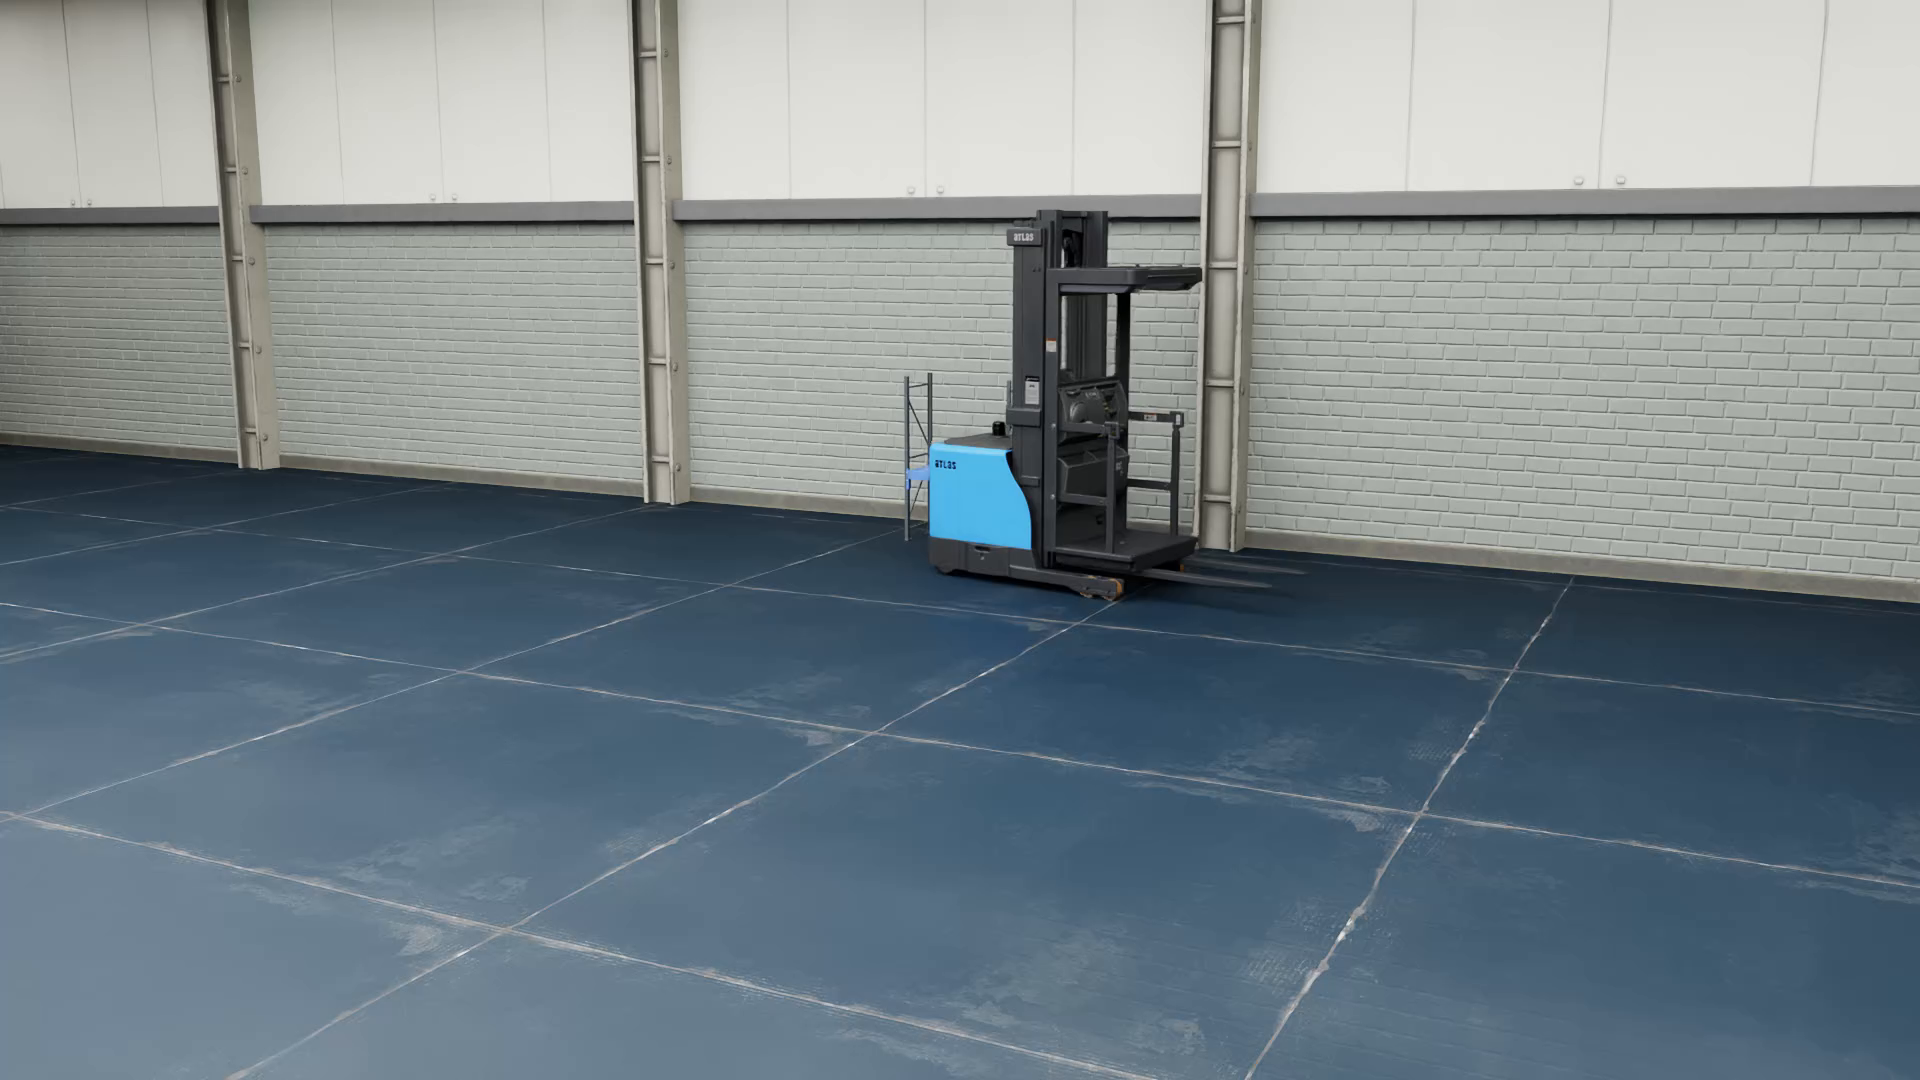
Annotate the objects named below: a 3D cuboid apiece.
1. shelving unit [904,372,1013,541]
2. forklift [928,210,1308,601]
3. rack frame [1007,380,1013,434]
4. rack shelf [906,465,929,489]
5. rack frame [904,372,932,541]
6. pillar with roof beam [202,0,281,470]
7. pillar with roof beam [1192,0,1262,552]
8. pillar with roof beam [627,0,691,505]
[{"bbox_3d":[0.076,-0.731,15.059,1.048,1.500,0.538,5,11,26],"label":"shelving unit"},{"bbox_3d":[1.222,-1.087,13.007,3.031,2.935,1.130,7,13,36],"label":"forklift"},{"bbox_3d":[0.532,-0.691,14.838,0.032,1.500,0.500,5,11,26],"label":"rack frame"},{"bbox_3d":[0.076,-0.554,15.092,1.000,0.185,0.538,5,11,26],"label":"rack shelf"},{"bbox_3d":[-0.379,-0.771,15.281,0.032,1.500,0.500,5,11,26],"label":"rack frame"},{"bbox_3d":[-10.354,-4.619,15.482,0.400,9.000,9.100,5,11,26],"label":"pillar with roof beam"},{"bbox_3d":[0.407,-3.673,10.257,0.400,9.000,9.100,5,11,26],"label":"pillar with roof beam"},{"bbox_3d":[-4.974,-4.146,12.869,0.400,9.000,9.100,5,11,26],"label":"pillar with roof beam"}]
